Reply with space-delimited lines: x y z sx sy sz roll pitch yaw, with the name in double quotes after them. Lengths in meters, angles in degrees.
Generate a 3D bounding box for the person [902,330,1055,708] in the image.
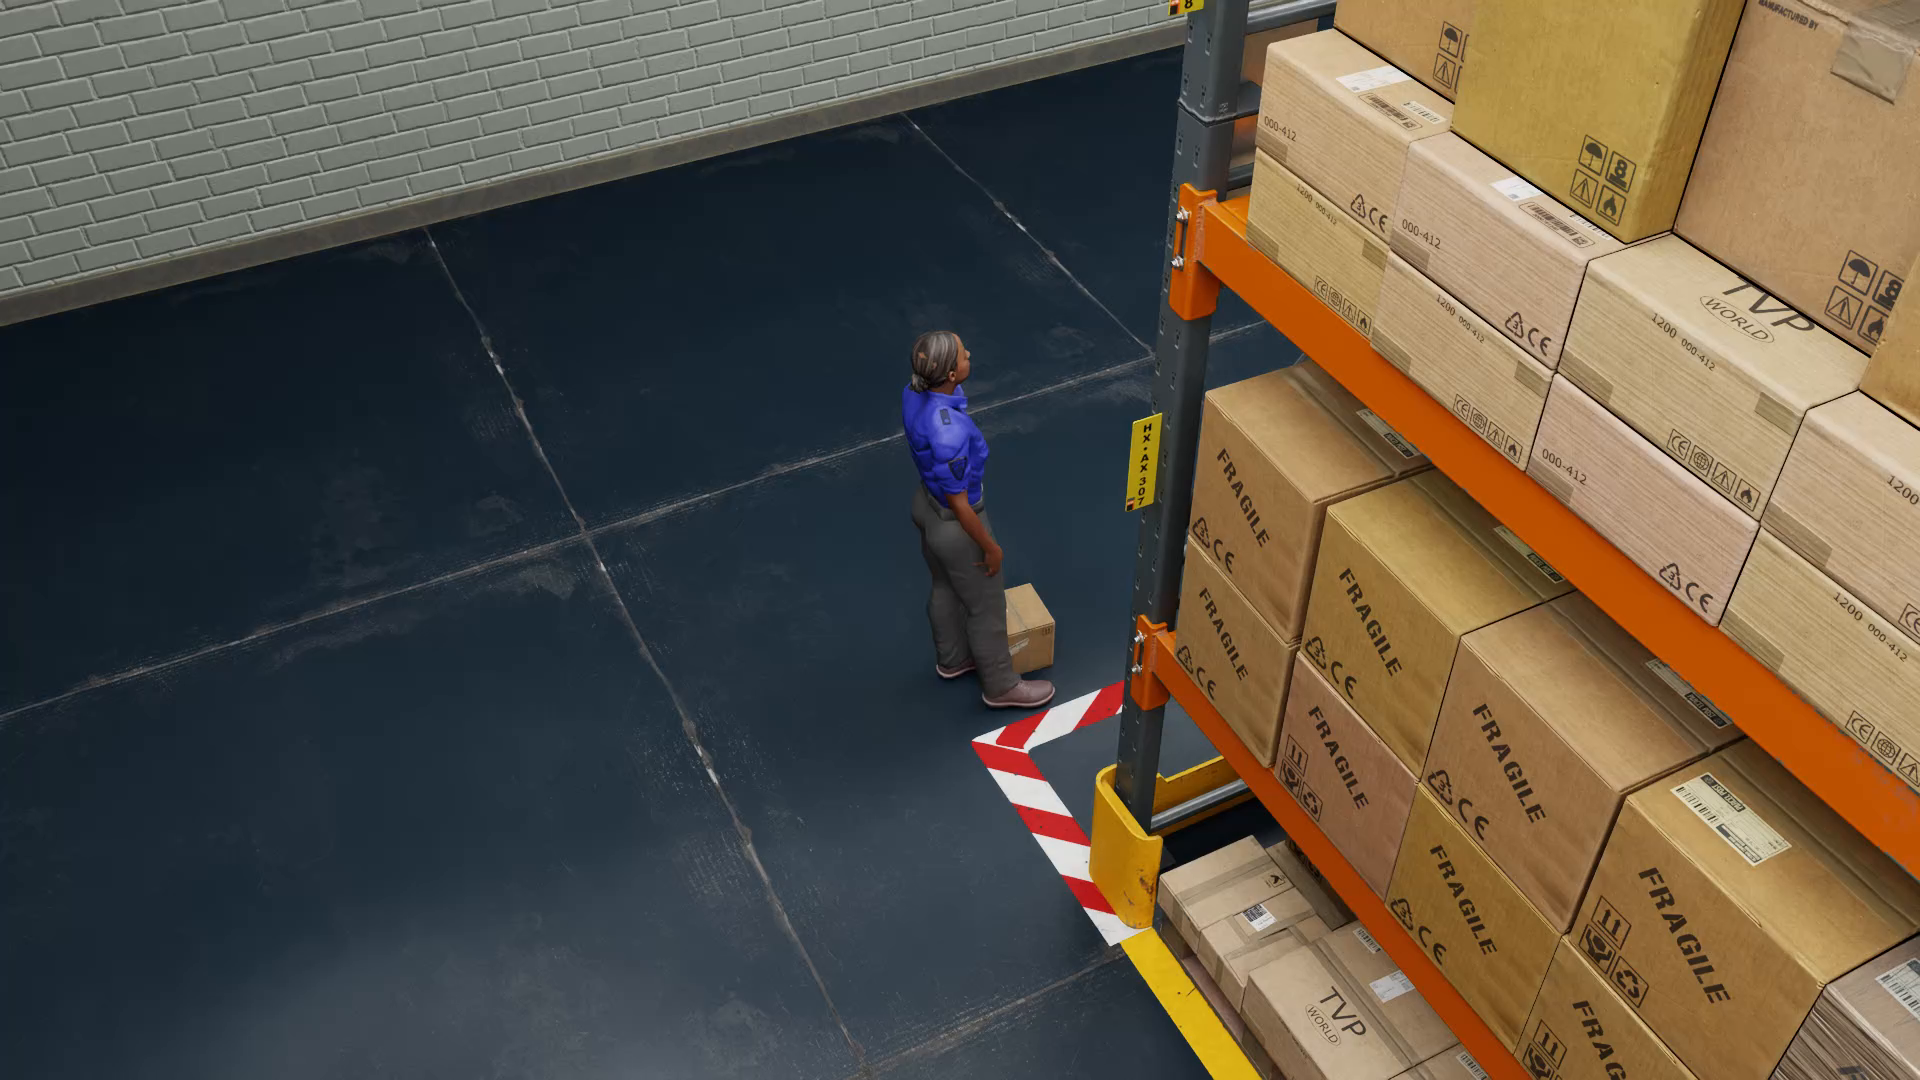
0.060 -0.086 6.248 0.503 1.656 0.570 -15 44 -16 "person"
